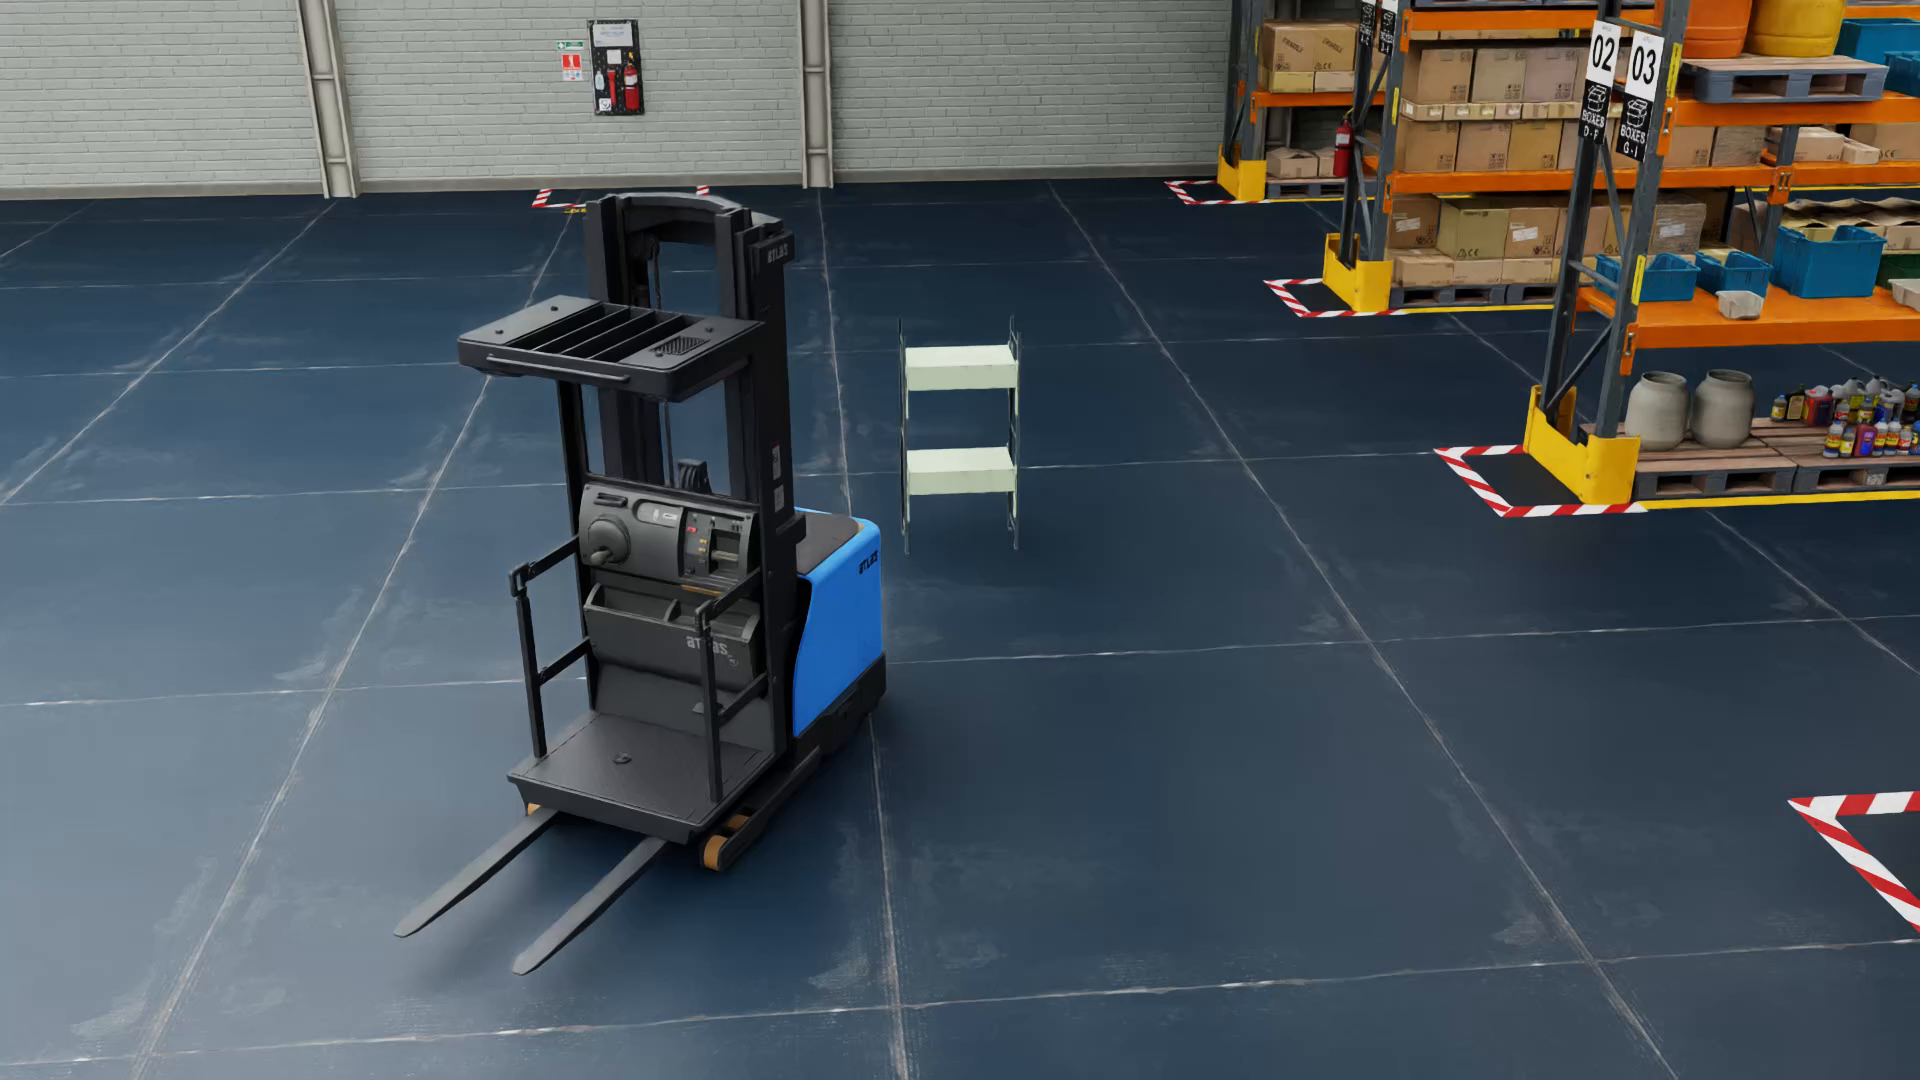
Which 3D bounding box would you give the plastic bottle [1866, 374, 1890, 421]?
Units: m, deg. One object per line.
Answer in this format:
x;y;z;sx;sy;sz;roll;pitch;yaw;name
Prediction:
7.015;-1.097;12.745;0.185;0.351;0.144;-2;24;-6;plastic bottle

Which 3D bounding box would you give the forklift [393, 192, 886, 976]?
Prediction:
-1.466;0.010;7.620;1.130;2.935;3.031;10;26;22;forklift

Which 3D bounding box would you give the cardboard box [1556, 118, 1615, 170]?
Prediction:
6.013;-3.960;16.344;0.500;0.500;0.700;-2;24;-4;cardboard box

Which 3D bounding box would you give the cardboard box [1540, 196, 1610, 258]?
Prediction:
6.055;-3.106;16.491;0.500;0.500;0.500;-2;24;-5;cardboard box

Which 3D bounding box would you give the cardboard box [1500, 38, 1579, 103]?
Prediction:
5.549;-4.536;16.041;0.500;0.500;0.700;-2;24;-5;cardboard box

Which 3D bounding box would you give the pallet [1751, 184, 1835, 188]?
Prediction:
10.699;-4.855;21.912;1.213;0.211;1.003;-2;24;-5;pallet

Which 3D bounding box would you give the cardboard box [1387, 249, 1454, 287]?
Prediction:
4.562;-2.705;16.511;0.500;0.250;0.500;-2;24;-5;cardboard box

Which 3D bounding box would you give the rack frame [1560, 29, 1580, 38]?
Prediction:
7.496;-6.000;21.056;0.127;3.000;1.000;-2;24;-5;rack frame

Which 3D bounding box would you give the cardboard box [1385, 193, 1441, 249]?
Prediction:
4.511;-3.258;16.832;0.500;0.500;0.500;-2;24;-5;cardboard box

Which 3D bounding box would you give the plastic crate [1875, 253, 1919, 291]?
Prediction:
7.092;-1.959;12.224;0.662;0.188;0.450;-2;24;-5;plastic crate

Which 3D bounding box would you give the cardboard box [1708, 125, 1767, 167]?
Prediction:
7.546;-4.023;16.485;0.500;0.500;0.700;-3;24;-7;cardboard box

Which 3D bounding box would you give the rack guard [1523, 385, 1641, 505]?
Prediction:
4.561;-0.716;12.245;0.348;0.500;1.175;-2;24;-5;rack guard

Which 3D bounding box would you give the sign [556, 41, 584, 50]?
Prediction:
-4.862;-6.170;20.741;0.331;0.109;0.001;-2;24;-5;sign

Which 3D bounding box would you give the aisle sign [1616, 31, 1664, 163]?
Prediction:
4.447;-2.902;10.886;0.004;0.787;0.394;-2;24;-5;aisle sign

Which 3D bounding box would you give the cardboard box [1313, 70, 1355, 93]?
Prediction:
4.548;-5.698;20.538;0.500;0.250;0.500;-3;24;-7;cardboard box

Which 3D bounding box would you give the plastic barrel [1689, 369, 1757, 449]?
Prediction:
5.636;-0.968;12.281;0.421;0.512;0.421;0;24;0;plastic barrel

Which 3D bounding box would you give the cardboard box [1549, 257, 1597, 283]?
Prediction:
6.055;-2.764;16.644;0.500;0.250;0.500;-2;24;-5;cardboard box

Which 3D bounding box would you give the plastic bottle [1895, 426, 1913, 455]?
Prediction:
6.864;-0.726;12.094;0.097;0.201;0.097;0;24;0;plastic bottle

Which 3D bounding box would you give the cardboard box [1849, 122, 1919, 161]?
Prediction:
9.277;-4.089;16.632;0.500;0.500;0.500;-1;24;-1;cardboard box

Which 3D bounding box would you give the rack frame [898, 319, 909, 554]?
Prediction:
-0.371;-0.670;10.912;0.023;1.500;0.400;-2;24;-5;rack frame

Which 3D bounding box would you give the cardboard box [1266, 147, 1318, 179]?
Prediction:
4.213;-4.804;21.133;0.500;0.311;0.500;-5;24;-11;cardboard box

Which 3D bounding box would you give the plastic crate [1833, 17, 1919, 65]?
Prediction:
6.358;-3.397;11.526;0.575;0.384;0.392;-2;24;-5;plastic crate

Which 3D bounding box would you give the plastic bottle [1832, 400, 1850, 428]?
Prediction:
6.697;-0.964;12.628;0.097;0.201;0.097;0;24;0;plastic bottle

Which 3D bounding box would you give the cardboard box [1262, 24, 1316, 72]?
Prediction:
4.020;-6.021;20.340;0.500;0.500;0.500;-2;24;-5;cardboard box

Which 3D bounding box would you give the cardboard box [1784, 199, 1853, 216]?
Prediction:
8.879;-3.345;17.260;0.500;0.311;0.500;-2;24;-4;cardboard box

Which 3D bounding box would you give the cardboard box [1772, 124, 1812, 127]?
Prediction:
10.766;-5.169;21.721;0.500;0.500;0.700;-2;24;-4;cardboard box

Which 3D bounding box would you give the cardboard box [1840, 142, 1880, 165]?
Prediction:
8.889;-3.836;16.496;0.250;0.149;0.380;-2;24;-5;cardboard box

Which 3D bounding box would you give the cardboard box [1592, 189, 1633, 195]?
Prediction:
6.500;-3.344;17.025;0.500;0.500;0.500;-2;24;-5;cardboard box

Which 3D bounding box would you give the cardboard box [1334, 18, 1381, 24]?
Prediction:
4.980;-6.267;20.893;0.500;0.500;0.500;-3;24;-7;cardboard box

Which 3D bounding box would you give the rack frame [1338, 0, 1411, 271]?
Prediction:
4.006;-3.838;16.192;0.127;3.000;1.000;-2;24;-5;rack frame

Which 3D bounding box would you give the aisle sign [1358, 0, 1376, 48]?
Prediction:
3.912;-5.142;15.925;0.004;0.787;0.394;-2;24;-5;aisle sign

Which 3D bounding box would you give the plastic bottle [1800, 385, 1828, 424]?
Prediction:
6.528;-1.042;12.712;0.135;0.276;0.152;-2;24;-5;plastic bottle

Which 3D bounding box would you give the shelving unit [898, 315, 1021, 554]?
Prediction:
-0.007;-0.685;10.945;0.755;1.500;0.431;-2;24;-5;shelving unit

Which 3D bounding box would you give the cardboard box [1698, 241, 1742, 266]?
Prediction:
7.547;-2.826;16.784;0.500;0.250;0.500;-2;24;-5;cardboard box

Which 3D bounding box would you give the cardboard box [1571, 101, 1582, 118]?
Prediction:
5.948;-4.170;16.017;0.250;0.149;0.380;-2;24;-5;cardboard box

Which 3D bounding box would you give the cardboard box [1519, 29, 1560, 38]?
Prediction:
7.056;-6.139;20.606;0.500;0.500;0.500;-2;24;-5;cardboard box

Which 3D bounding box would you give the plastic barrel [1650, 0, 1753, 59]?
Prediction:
4.961;-3.665;11.065;0.708;0.830;0.600;-2;24;-5;plastic barrel

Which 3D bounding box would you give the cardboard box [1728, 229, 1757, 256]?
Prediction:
8.371;-3.067;17.325;0.500;0.250;0.500;-3;24;-6;cardboard box

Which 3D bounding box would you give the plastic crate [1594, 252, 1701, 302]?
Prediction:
4.958;-1.909;12.034;0.616;0.251;0.499;-2;24;-5;plastic crate

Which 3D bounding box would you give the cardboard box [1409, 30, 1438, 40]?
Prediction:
5.541;-6.080;20.473;0.500;0.500;0.500;-2;24;-3;cardboard box

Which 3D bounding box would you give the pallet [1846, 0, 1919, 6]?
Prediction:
8.864;-5.322;16.072;1.217;0.209;0.805;-3;24;-7;pallet

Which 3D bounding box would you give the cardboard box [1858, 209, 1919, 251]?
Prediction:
9.436;-3.144;16.809;0.500;0.311;0.500;-3;24;-7;cardboard box

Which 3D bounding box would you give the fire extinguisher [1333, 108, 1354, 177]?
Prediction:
3.843;-3.986;16.620;0.183;0.674;0.296;-2;24;-5;fire extinguisher

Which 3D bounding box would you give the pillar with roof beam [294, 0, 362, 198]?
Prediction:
-7.391;-6.740;15.335;0.400;9.000;9.100;-2;24;-5;pillar with roof beam

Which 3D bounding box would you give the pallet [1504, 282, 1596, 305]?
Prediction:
5.975;-2.659;16.972;1.213;0.211;1.003;-2;24;-5;pallet

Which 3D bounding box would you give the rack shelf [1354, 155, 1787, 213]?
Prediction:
5.997;-3.589;16.518;4.000;0.370;1.077;-2;24;-5;rack shelf

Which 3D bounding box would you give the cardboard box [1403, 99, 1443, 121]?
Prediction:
4.418;-4.109;15.879;0.250;0.149;0.380;-2;24;-6;cardboard box

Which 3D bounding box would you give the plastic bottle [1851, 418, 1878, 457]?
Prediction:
6.552;-0.744;12.033;0.133;0.283;0.061;-2;24;-4;plastic bottle

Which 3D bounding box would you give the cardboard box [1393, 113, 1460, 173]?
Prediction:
4.472;-3.897;16.202;0.500;0.500;0.700;-2;24;-5;cardboard box

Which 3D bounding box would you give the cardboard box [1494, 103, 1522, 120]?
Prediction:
5.180;-4.139;15.947;0.250;0.149;0.380;-3;24;-6;cardboard box

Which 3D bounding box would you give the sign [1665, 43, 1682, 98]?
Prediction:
4.539;-2.988;10.575;0.005;0.325;0.100;-2;24;-5;sign

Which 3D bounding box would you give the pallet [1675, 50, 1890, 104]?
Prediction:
5.322;-3.114;11.102;1.213;0.211;1.003;-2;24;-5;pallet

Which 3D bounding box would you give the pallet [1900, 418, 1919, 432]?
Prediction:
7.798;-0.711;12.590;1.213;0.211;1.003;-2;24;-5;pallet

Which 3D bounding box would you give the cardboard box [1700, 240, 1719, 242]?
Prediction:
7.496;-3.037;17.258;0.500;0.250;0.500;-2;24;-5;cardboard box

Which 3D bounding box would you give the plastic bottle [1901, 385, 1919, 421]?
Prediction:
7.296;-1.057;12.752;0.097;0.271;0.097;0;24;0;plastic bottle

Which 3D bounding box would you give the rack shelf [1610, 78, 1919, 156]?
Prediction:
6.480;-2.958;11.404;4.000;0.370;1.077;-2;24;-5;rack shelf

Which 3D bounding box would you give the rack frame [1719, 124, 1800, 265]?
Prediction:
7.987;-3.998;16.551;0.127;3.000;1.000;-2;24;-5;rack frame
